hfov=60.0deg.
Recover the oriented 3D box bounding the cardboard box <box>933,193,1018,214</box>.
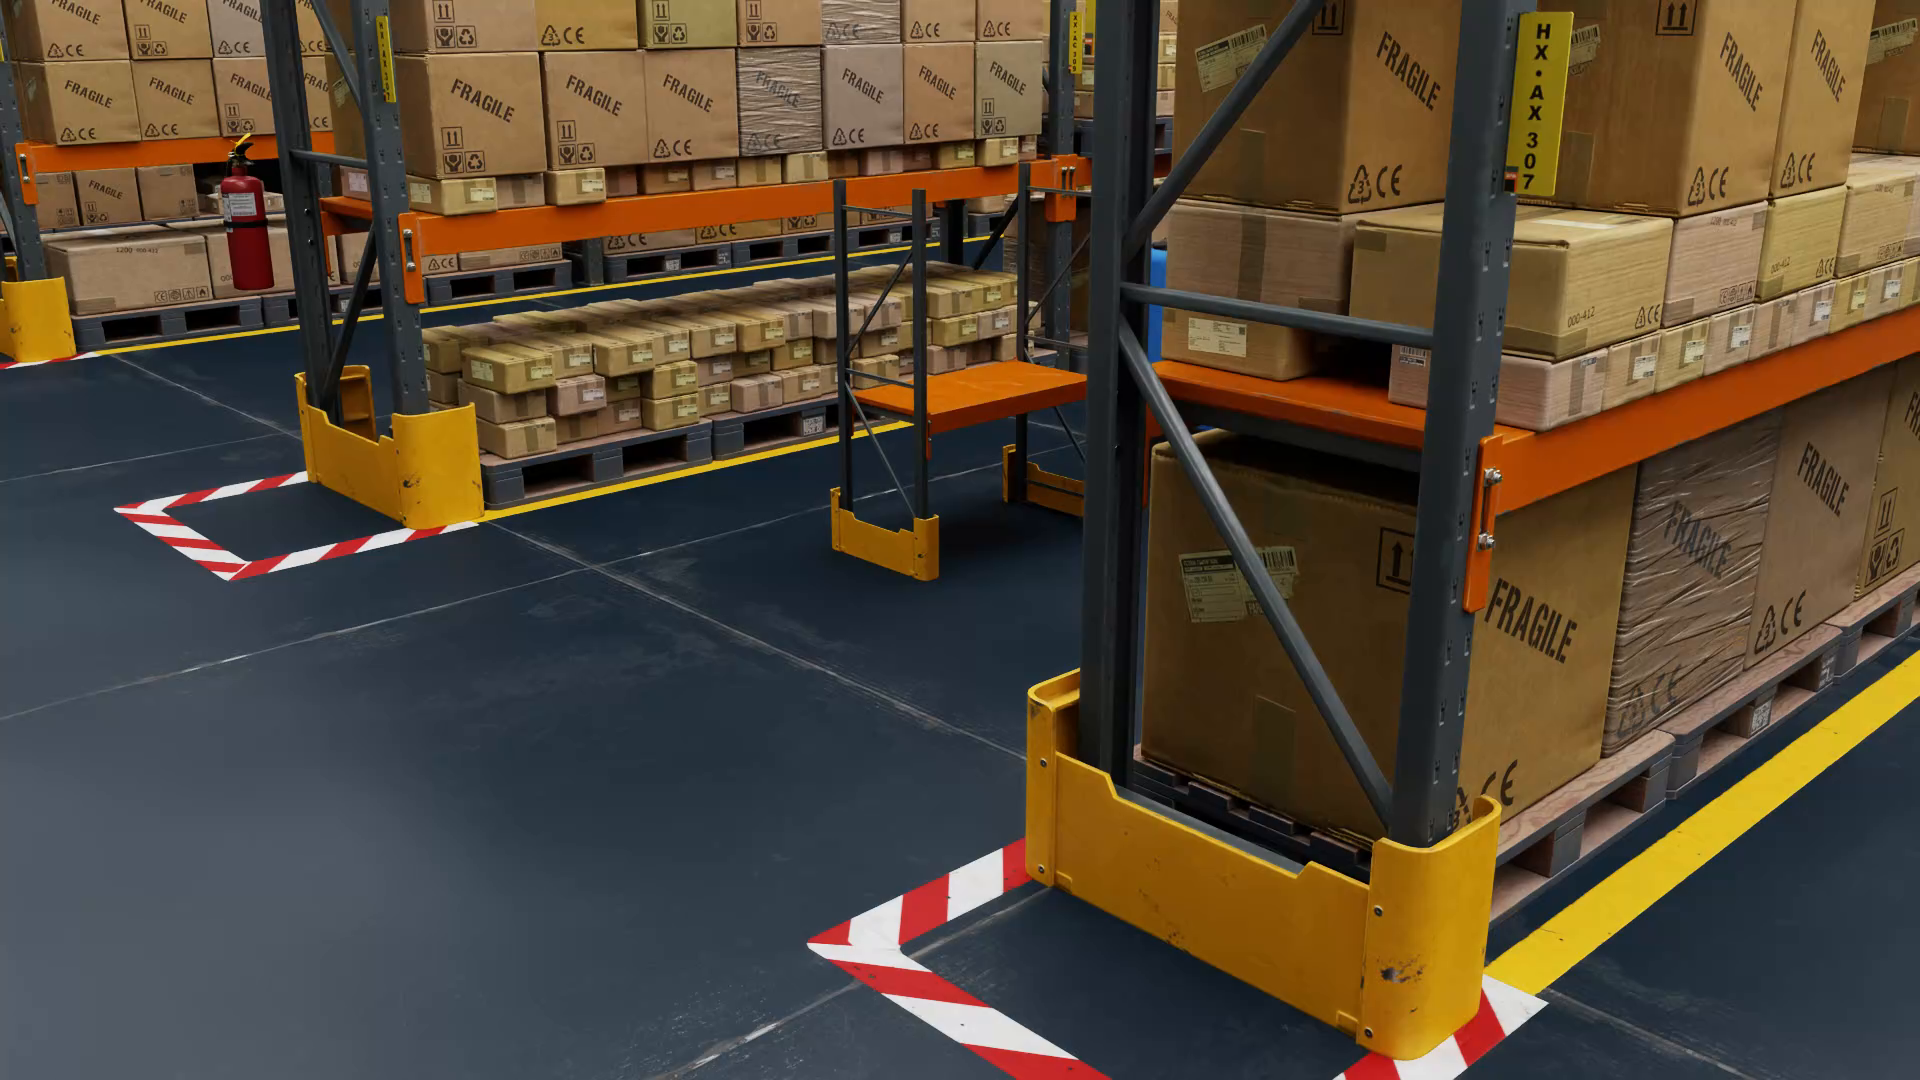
[{"bbox_3d":[0.109,-3.461,16.377,0.950,0.372,0.625,16,24,40],"label":"cardboard box"}]

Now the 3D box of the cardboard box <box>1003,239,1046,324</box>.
[{"bbox_3d":[0.624,-1.683,10.683,0.500,0.500,0.500,-17,24,-42],"label":"cardboard box"}]

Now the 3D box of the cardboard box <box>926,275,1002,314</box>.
[{"bbox_3d":[0.021,-1.389,9.381,0.250,0.149,0.380,-16,24,-40],"label":"cardboard box"}]

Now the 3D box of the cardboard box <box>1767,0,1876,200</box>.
[{"bbox_3d":[1.957,-1.163,4.254,0.500,0.500,0.500,-17,25,-42],"label":"cardboard box"}]

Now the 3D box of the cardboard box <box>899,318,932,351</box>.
[{"bbox_3d":[-0.371,-1.154,9.139,0.250,0.149,0.380,-16,24,-40],"label":"cardboard box"}]

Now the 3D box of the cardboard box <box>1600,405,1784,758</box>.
[{"bbox_3d":[1.758,-0.014,4.927,0.875,0.875,0.875,-16,24,-41],"label":"cardboard box"}]

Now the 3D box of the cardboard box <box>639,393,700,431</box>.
[{"bbox_3d":[-1.476,-0.652,8.072,0.250,0.149,0.380,-16,24,-40],"label":"cardboard box"}]

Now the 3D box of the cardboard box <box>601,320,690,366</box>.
[{"bbox_3d":[-1.521,-0.954,8.040,0.380,0.149,0.250,16,24,41],"label":"cardboard box"}]

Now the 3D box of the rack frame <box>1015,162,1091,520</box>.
[{"bbox_3d":[0.431,-0.839,7.141,0.032,1.500,0.500,-16,24,-41],"label":"rack frame"}]

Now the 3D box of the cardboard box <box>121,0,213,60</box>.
[{"bbox_3d":[-5.206,-3.371,10.735,0.500,0.500,0.500,-17,25,-42],"label":"cardboard box"}]

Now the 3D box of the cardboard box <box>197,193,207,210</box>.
[{"bbox_3d":[-7.586,-3.323,16.311,0.250,0.149,0.380,-17,24,-42],"label":"cardboard box"}]

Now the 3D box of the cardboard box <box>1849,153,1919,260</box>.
[{"bbox_3d":[2.708,-1.025,5.044,0.500,0.250,0.500,-16,24,-40],"label":"cardboard box"}]

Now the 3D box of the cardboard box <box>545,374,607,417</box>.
[{"bbox_3d":[-1.852,-0.695,7.724,0.250,0.149,0.380,-16,24,-41],"label":"cardboard box"}]

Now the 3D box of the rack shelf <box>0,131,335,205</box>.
[{"bbox_3d":[-4.668,-2.781,11.864,4.000,0.370,1.077,-16,24,-41],"label":"rack shelf"}]

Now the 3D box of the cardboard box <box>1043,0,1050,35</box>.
[{"bbox_3d":[0.551,-4.939,16.028,0.500,0.500,0.500,-15,23,-38],"label":"cardboard box"}]

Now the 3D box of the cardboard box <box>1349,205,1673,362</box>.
[{"bbox_3d":[1.221,-0.590,3.700,0.500,0.250,0.500,-17,25,-42],"label":"cardboard box"}]

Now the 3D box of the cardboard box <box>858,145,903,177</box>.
[{"bbox_3d":[-0.516,-1.991,8.668,0.380,0.149,0.250,17,24,41],"label":"cardboard box"}]

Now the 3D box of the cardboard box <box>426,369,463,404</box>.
[{"bbox_3d":[-2.460,-0.772,7.962,0.250,0.149,0.380,-17,25,-42],"label":"cardboard box"}]

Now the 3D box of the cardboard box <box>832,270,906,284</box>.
[{"bbox_3d":[-0.524,-1.449,9.567,0.250,0.149,0.380,-17,24,-42],"label":"cardboard box"}]

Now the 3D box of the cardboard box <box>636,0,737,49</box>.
[{"bbox_3d":[-1.383,-2.525,7.643,0.500,0.500,0.500,-17,25,-42],"label":"cardboard box"}]

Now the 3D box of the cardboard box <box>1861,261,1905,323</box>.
[{"bbox_3d":[2.478,-0.742,4.817,0.250,0.149,0.380,-16,24,-40],"label":"cardboard box"}]

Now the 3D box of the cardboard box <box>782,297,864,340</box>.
[{"bbox_3d":[-0.718,-1.159,8.672,0.380,0.149,0.250,17,24,42],"label":"cardboard box"}]

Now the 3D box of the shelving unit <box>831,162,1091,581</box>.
[{"bbox_3d":[0.055,-0.730,6.803,1.083,1.500,0.587,-16,24,-41],"label":"shelving unit"}]

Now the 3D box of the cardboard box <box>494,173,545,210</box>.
[{"bbox_3d":[-2.030,-1.550,7.309,0.250,0.149,0.380,-15,23,-39],"label":"cardboard box"}]

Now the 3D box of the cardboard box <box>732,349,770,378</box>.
[{"bbox_3d":[-1.178,-0.941,8.483,0.250,0.149,0.380,-15,23,-38],"label":"cardboard box"}]

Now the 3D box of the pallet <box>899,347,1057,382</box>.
[{"bbox_3d":[-0.204,-0.982,9.671,1.213,0.211,1.003,-16,24,-41],"label":"pallet"}]

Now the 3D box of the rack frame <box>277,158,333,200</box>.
[{"bbox_3d":[-6.628,-4.658,16.488,0.127,3.000,1.000,-16,24,-41],"label":"rack frame"}]

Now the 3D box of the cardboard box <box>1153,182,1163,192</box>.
[{"bbox_3d":[1.384,-2.262,11.253,0.500,0.250,0.500,17,24,41],"label":"cardboard box"}]

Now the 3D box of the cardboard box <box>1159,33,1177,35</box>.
[{"bbox_3d":[1.172,-3.169,10.658,0.380,0.149,0.250,17,25,42],"label":"cardboard box"}]

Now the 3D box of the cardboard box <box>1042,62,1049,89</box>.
[{"bbox_3d":[0.413,-2.809,10.029,0.250,0.149,0.380,-15,23,-39],"label":"cardboard box"}]

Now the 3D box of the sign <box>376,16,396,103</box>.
[{"bbox_3d":[-2.274,-1.901,6.582,0.005,0.325,0.100,-16,24,-41],"label":"sign"}]

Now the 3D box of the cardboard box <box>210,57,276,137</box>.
[{"bbox_3d":[-4.845,-3.001,11.215,0.500,0.500,0.500,-16,24,-41],"label":"cardboard box"}]

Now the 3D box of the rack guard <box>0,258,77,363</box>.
[{"bbox_3d":[-6.139,-1.505,10.815,0.348,0.500,1.175,-16,24,-41],"label":"rack guard"}]

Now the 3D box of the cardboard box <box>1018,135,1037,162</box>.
[{"bbox_3d":[0.213,-2.226,9.395,0.250,0.149,0.380,-17,24,-41],"label":"cardboard box"}]

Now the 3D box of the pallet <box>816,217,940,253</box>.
[{"bbox_3d":[-0.933,-2.918,15.641,1.213,0.211,1.003,-16,24,-41],"label":"pallet"}]

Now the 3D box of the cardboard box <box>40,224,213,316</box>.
[{"bbox_3d":[-5.711,-1.842,11.277,0.875,0.438,0.875,17,24,42],"label":"cardboard box"}]

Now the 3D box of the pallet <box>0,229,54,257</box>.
[{"bbox_3d":[-8.901,-2.669,14.876,1.213,0.211,1.003,-16,24,-41],"label":"pallet"}]

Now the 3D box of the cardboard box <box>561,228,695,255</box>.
[{"bbox_3d":[-2.820,-2.885,13.783,0.875,0.875,0.875,-15,23,-39],"label":"cardboard box"}]

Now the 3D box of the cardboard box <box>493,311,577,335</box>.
[{"bbox_3d":[-2.114,-1.030,8.276,0.250,0.149,0.380,-17,25,-42],"label":"cardboard box"}]

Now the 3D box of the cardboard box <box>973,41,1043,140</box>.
[{"bbox_3d":[0.102,-2.482,9.132,0.500,0.500,0.500,-16,24,-41],"label":"cardboard box"}]

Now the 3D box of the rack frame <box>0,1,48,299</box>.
[{"bbox_3d":[-6.121,-2.699,10.446,0.127,3.000,1.000,-16,24,-41],"label":"rack frame"}]

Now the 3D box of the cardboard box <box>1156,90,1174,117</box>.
[{"bbox_3d":[1.059,-2.579,9.803,0.250,0.149,0.380,-16,24,-40],"label":"cardboard box"}]

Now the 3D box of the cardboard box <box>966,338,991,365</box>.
[{"bbox_3d":[-0.038,-1.107,9.476,0.250,0.149,0.380,-15,23,-39],"label":"cardboard box"}]

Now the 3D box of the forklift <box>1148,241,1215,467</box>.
[{"bbox_3d":[2.207,-1.906,8.111,3.031,2.935,1.130,-14,22,-36],"label":"forklift"}]

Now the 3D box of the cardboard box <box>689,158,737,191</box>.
[{"bbox_3d":[-1.291,-1.779,8.014,0.250,0.149,0.380,-17,24,-42],"label":"cardboard box"}]

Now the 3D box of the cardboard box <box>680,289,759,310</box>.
[{"bbox_3d":[-1.286,-1.233,8.902,0.250,0.149,0.380,-16,24,-41],"label":"cardboard box"}]

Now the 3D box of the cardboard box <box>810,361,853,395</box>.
[{"bbox_3d":[-0.779,-0.883,8.787,0.250,0.149,0.380,-16,24,-40],"label":"cardboard box"}]

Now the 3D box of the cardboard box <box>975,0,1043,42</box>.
[{"bbox_3d":[0.104,-2.963,8.995,0.500,0.500,0.500,17,24,42],"label":"cardboard box"}]

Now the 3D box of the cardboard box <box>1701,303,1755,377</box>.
[{"bbox_3d":[1.732,-0.524,4.146,0.250,0.149,0.380,-17,24,-42],"label":"cardboard box"}]

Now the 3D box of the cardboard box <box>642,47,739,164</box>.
[{"bbox_3d":[-1.395,-2.053,7.810,0.500,0.500,0.500,-16,24,-40],"label":"cardboard box"}]

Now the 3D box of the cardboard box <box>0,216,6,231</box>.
[{"bbox_3d":[-8.690,-2.844,14.834,0.380,0.149,0.250,17,24,42],"label":"cardboard box"}]

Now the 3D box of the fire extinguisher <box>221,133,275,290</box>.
[{"bbox_3d":[-3.147,-1.447,7.314,0.183,0.674,0.296,-16,24,-41],"label":"fire extinguisher"}]

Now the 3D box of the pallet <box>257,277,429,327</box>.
[{"bbox_3d":[-4.708,-1.817,12.246,1.213,0.211,1.003,-16,24,-41],"label":"pallet"}]
